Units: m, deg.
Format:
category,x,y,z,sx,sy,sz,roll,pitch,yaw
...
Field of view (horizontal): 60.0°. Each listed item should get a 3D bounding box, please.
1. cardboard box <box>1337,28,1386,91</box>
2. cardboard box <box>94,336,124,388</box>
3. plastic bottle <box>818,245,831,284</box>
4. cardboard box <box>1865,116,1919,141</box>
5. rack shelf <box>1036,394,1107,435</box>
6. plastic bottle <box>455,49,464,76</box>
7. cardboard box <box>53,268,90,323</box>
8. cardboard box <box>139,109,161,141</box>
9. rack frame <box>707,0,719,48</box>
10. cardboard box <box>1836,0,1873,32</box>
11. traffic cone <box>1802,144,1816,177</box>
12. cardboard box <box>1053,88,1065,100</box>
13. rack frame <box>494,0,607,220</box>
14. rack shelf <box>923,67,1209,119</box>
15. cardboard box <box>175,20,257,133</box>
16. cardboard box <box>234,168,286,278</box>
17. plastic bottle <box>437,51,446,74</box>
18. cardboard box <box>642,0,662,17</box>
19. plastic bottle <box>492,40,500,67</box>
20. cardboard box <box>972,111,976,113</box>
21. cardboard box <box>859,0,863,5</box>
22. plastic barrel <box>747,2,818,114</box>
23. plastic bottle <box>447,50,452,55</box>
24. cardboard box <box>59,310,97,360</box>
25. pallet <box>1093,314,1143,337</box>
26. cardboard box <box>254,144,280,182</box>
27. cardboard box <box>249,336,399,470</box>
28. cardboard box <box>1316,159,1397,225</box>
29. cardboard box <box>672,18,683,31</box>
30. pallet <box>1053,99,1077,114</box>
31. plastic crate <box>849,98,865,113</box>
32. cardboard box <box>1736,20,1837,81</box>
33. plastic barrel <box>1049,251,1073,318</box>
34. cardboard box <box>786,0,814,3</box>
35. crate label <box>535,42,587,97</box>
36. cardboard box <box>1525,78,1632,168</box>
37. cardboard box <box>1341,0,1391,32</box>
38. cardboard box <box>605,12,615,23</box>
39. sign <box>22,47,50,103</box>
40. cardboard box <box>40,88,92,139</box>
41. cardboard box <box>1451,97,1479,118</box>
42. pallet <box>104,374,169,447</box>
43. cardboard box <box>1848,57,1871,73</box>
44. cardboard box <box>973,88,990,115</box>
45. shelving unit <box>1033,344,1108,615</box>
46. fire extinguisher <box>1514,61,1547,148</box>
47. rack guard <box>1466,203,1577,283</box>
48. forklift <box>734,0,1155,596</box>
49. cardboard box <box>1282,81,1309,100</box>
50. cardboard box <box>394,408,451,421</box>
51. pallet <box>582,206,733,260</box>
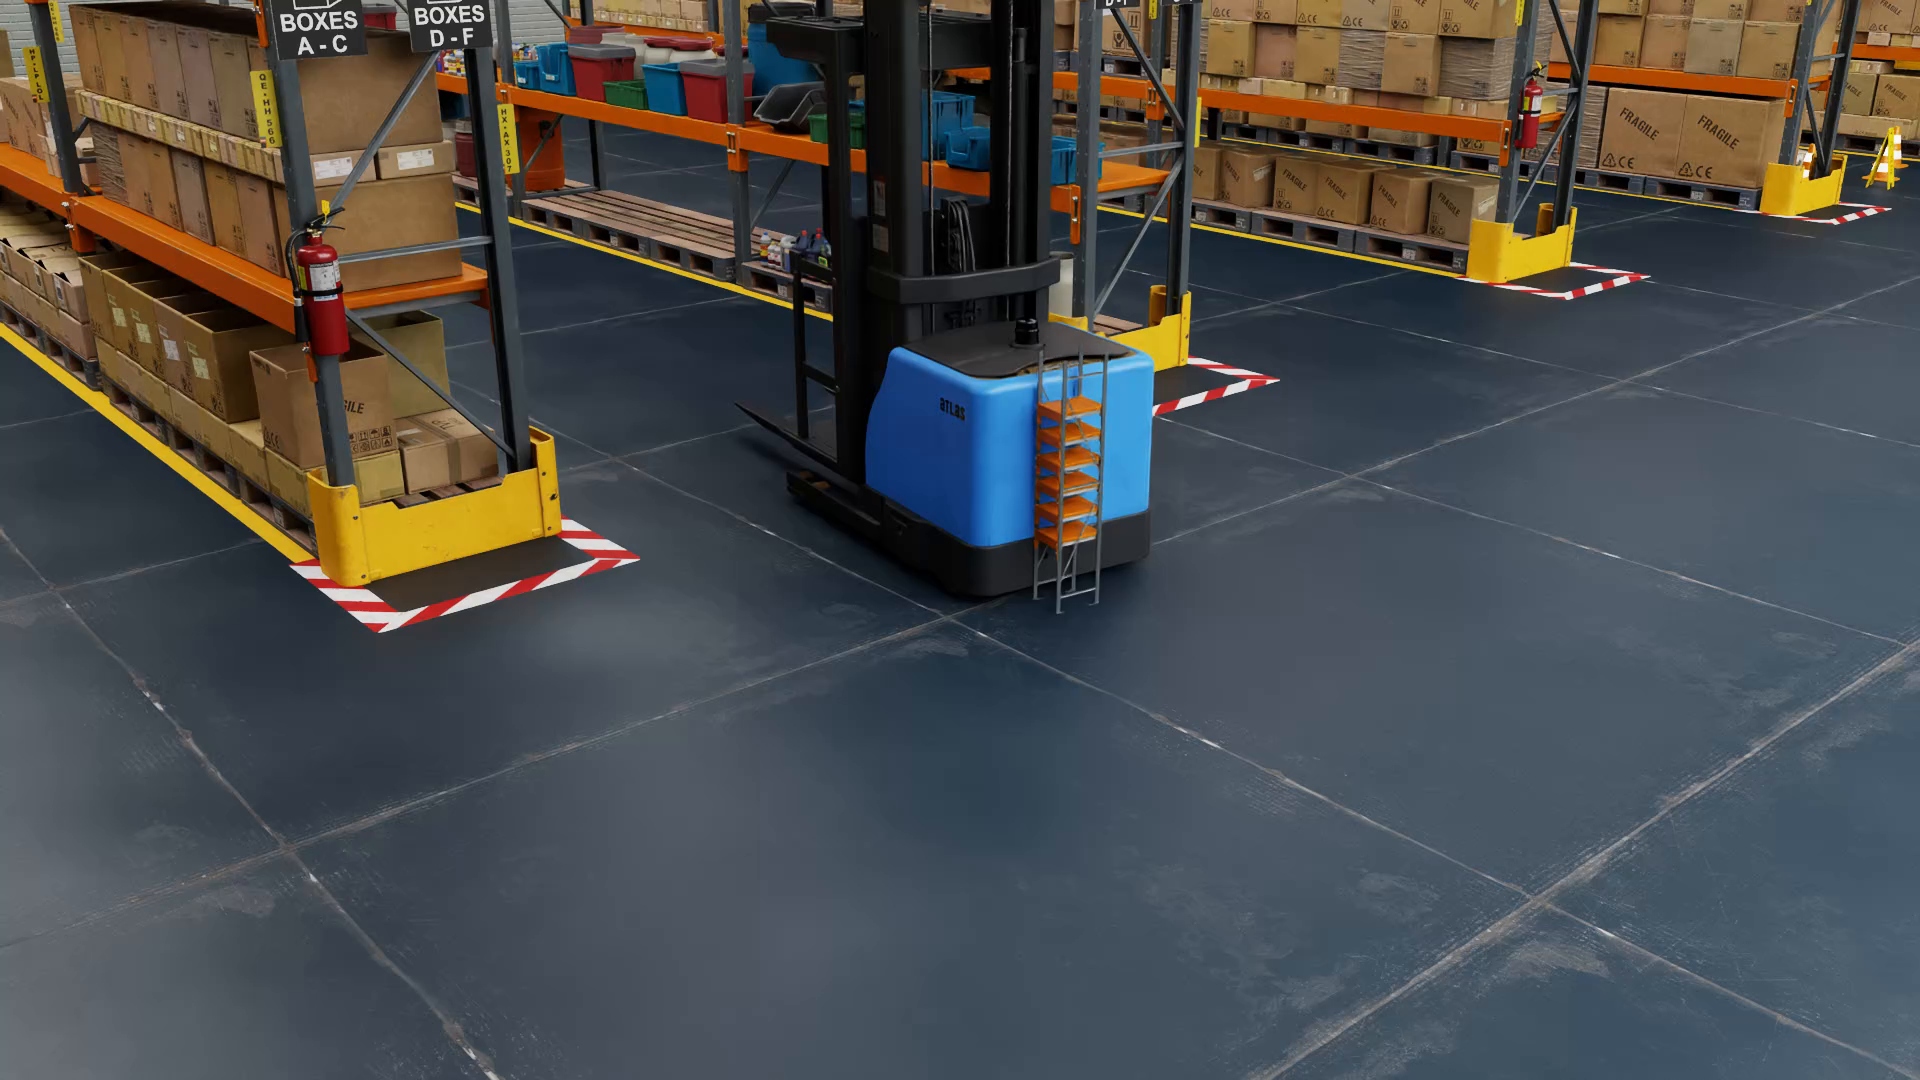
category,x,y,z,sx,sy,sz,roll,pitch,yaw
cardboard box,3.855,-4.315,14.842,0.875,0.500,0.500,-17,27,-37
cardboard box,-5.142,-1.176,10.568,0.500,0.250,0.500,-17,27,-37
plastic bottle,-1.048,-2.150,12.981,0.061,0.283,0.133,-16,26,-35
cardboard box,11.664,-5.153,20.723,0.500,0.250,0.500,-18,27,-38
rack shelf,0.496,-0.560,7.401,0.258,0.103,0.180,-13,25,-30
plastic bottle,-5.124,-4.902,17.063,0.097,0.271,0.097,0,21,0
cardboard box,-5.696,-1.681,11.088,0.500,0.311,0.500,-17,27,-37
cardboard box,-4.342,-2.334,9.304,0.380,0.149,0.250,-18,28,-39
rack frame,-2.929,-7.029,22.316,1.000,3.000,0.127,-17,27,-37
cardboard box,11.201,-6.620,20.728,0.500,0.500,0.500,-18,27,-38
traffic cone,9.456,-4.169,18.495,0.336,0.463,0.334,-17,27,-37
cardboard box,1.522,-6.800,24.584,0.500,0.500,0.500,-16,26,-35
rack frame,-4.071,-4.744,16.484,1.000,3.000,0.127,-17,27,-37
rack shelf,0.987,-5.036,18.215,1.077,0.370,4.000,-17,27,-37
cardboard box,-3.610,-2.436,8.675,0.700,0.500,0.500,-17,27,-37
cardboard box,-3.245,-1.678,8.519,0.700,0.500,0.500,-17,27,-36
plastic bottle,-5.404,-5.016,17.338,0.061,0.283,0.133,-17,27,-37
cardboard box,-4.089,-7.440,23.165,0.500,0.250,0.500,-17,27,-36
plastic bottle,-5.013,-5.266,17.987,0.152,0.276,0.135,-17,27,-37
cardboard box,0.134,-4.784,19.410,0.700,0.500,0.500,-19,28,-40
cardboard box,-0.783,-6.643,19.819,0.797,0.503,0.637,-16,27,-36
plastic barrel,-1.482,-4.051,14.028,0.600,0.901,0.708,-17,27,-37
plastic bottle,-5.415,-5.101,17.556,0.061,0.283,0.133,-17,27,-37
cardboard box,-5.705,-1.422,11.196,0.500,0.250,0.500,-18,28,-38
pallet,0.540,-1.471,11.951,1.003,0.211,1.213,-17,27,-37
cardboard box,-3.169,-1.837,8.034,0.380,0.149,0.250,-17,27,-36
cardboard box,-3.179,-0.698,8.318,0.500,0.500,0.500,-17,27,-37
cardboard box,3.698,-3.256,15.535,0.500,0.500,0.500,-14,26,-33
cardboard box,-3.712,-7.060,22.740,0.380,0.149,0.250,-18,28,-38
pallet,1.403,-6.668,25.220,1.003,0.211,1.213,-17,27,-37
plastic crate,-0.531,-3.329,13.074,0.499,0.251,0.616,-17,27,-37
cardboard box,8.451,-5.028,17.001,0.875,0.550,0.550,-17,27,-37
plastic barrel,0.664,-1.735,11.636,0.421,0.512,0.421,0,21,0
cardboard box,-1.822,-6.470,20.753,0.500,0.500,0.500,-17,27,-36
crate label,-3.627,-4.422,15.612,0.502,0.435,0.616,-17,27,-37
cardboard box,7.065,-4.739,18.807,0.875,0.875,0.875,-17,27,-37
cardboard box,3.702,-4.732,14.538,0.500,0.500,0.500,-17,27,-37
cardboard box,-4.886,-7.557,24.009,0.380,0.149,0.250,-18,28,-38
sign,-5.619,-2.831,10.121,0.100,0.325,0.005,-17,27,-37
cardboard box,-6.047,-2.869,11.559,0.500,0.500,0.500,-15,26,-34
cardboard box,4.399,-3.695,14.149,0.380,0.149,0.250,-17,27,-37
pallet,-4.727,-0.933,10.577,1.003,0.211,1.213,-17,27,-37
cardboard box,11.239,-5.954,20.848,0.380,0.149,0.250,-17,27,-37
cardboard box,0.496,-4.991,18.911,0.500,0.250,0.500,-14,25,-32
shelving unit,0.495,-0.267,7.518,0.258,1.200,0.189,-13,25,-30
fire extinguisher,4.629,-3.536,13.504,0.296,0.674,0.183,-17,27,-37
rack guard,4.854,-2.570,14.361,1.175,0.500,0.348,-17,27,-37
forklift,-0.279,-1.593,8.532,1.130,2.935,3.031,-13,25,-30
cardboard box,3.194,-4.159,15.334,0.380,0.149,0.250,-17,27,-37
cardboard box,-3.114,-0.610,9.122,0.500,0.250,0.500,-17,27,-37
pallet,-2.802,-2.886,15.562,1.003,0.211,1.213,-17,27,-37
